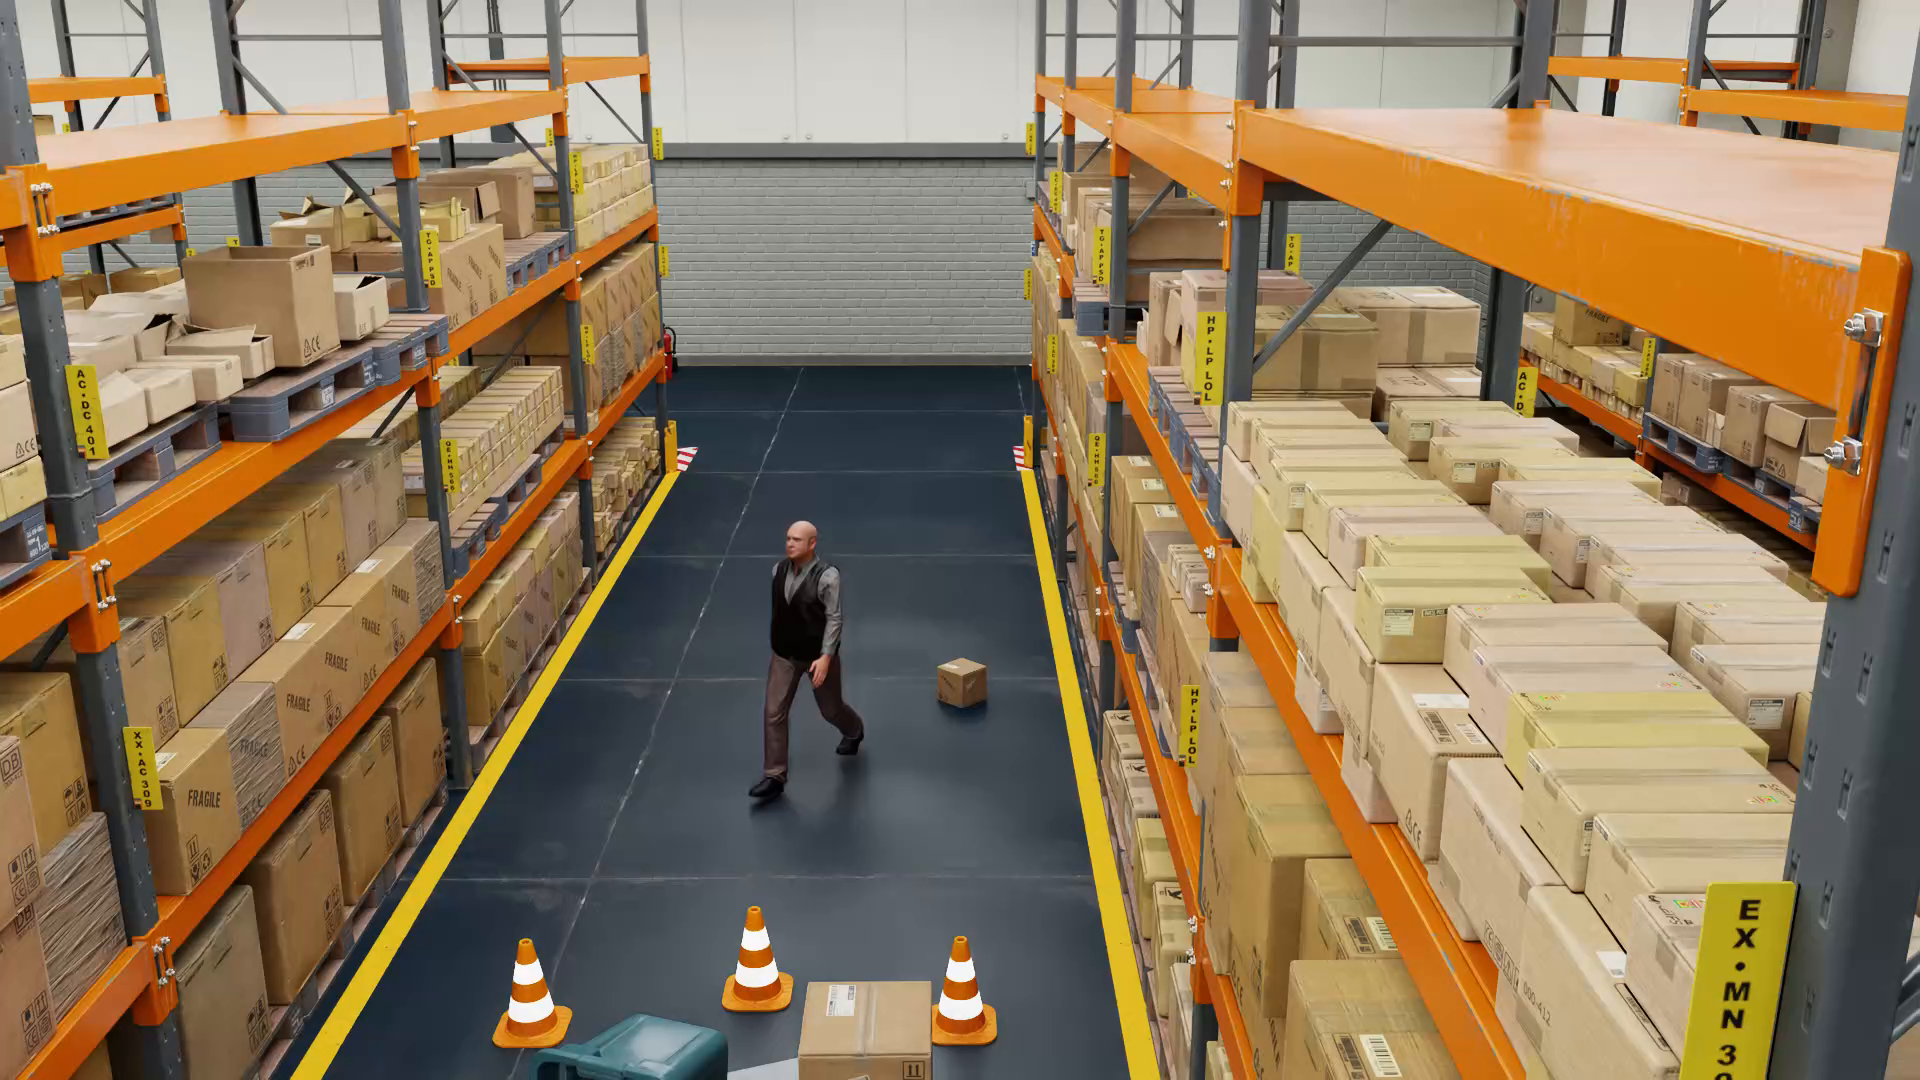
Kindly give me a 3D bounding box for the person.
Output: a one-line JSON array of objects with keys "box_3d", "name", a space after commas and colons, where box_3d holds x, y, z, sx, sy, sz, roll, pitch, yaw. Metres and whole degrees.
[{"box_3d": [-0.947, 0.703, 10.284, 0.545, 1.680, 1.015, 8, 19, 23], "name": "person"}]
